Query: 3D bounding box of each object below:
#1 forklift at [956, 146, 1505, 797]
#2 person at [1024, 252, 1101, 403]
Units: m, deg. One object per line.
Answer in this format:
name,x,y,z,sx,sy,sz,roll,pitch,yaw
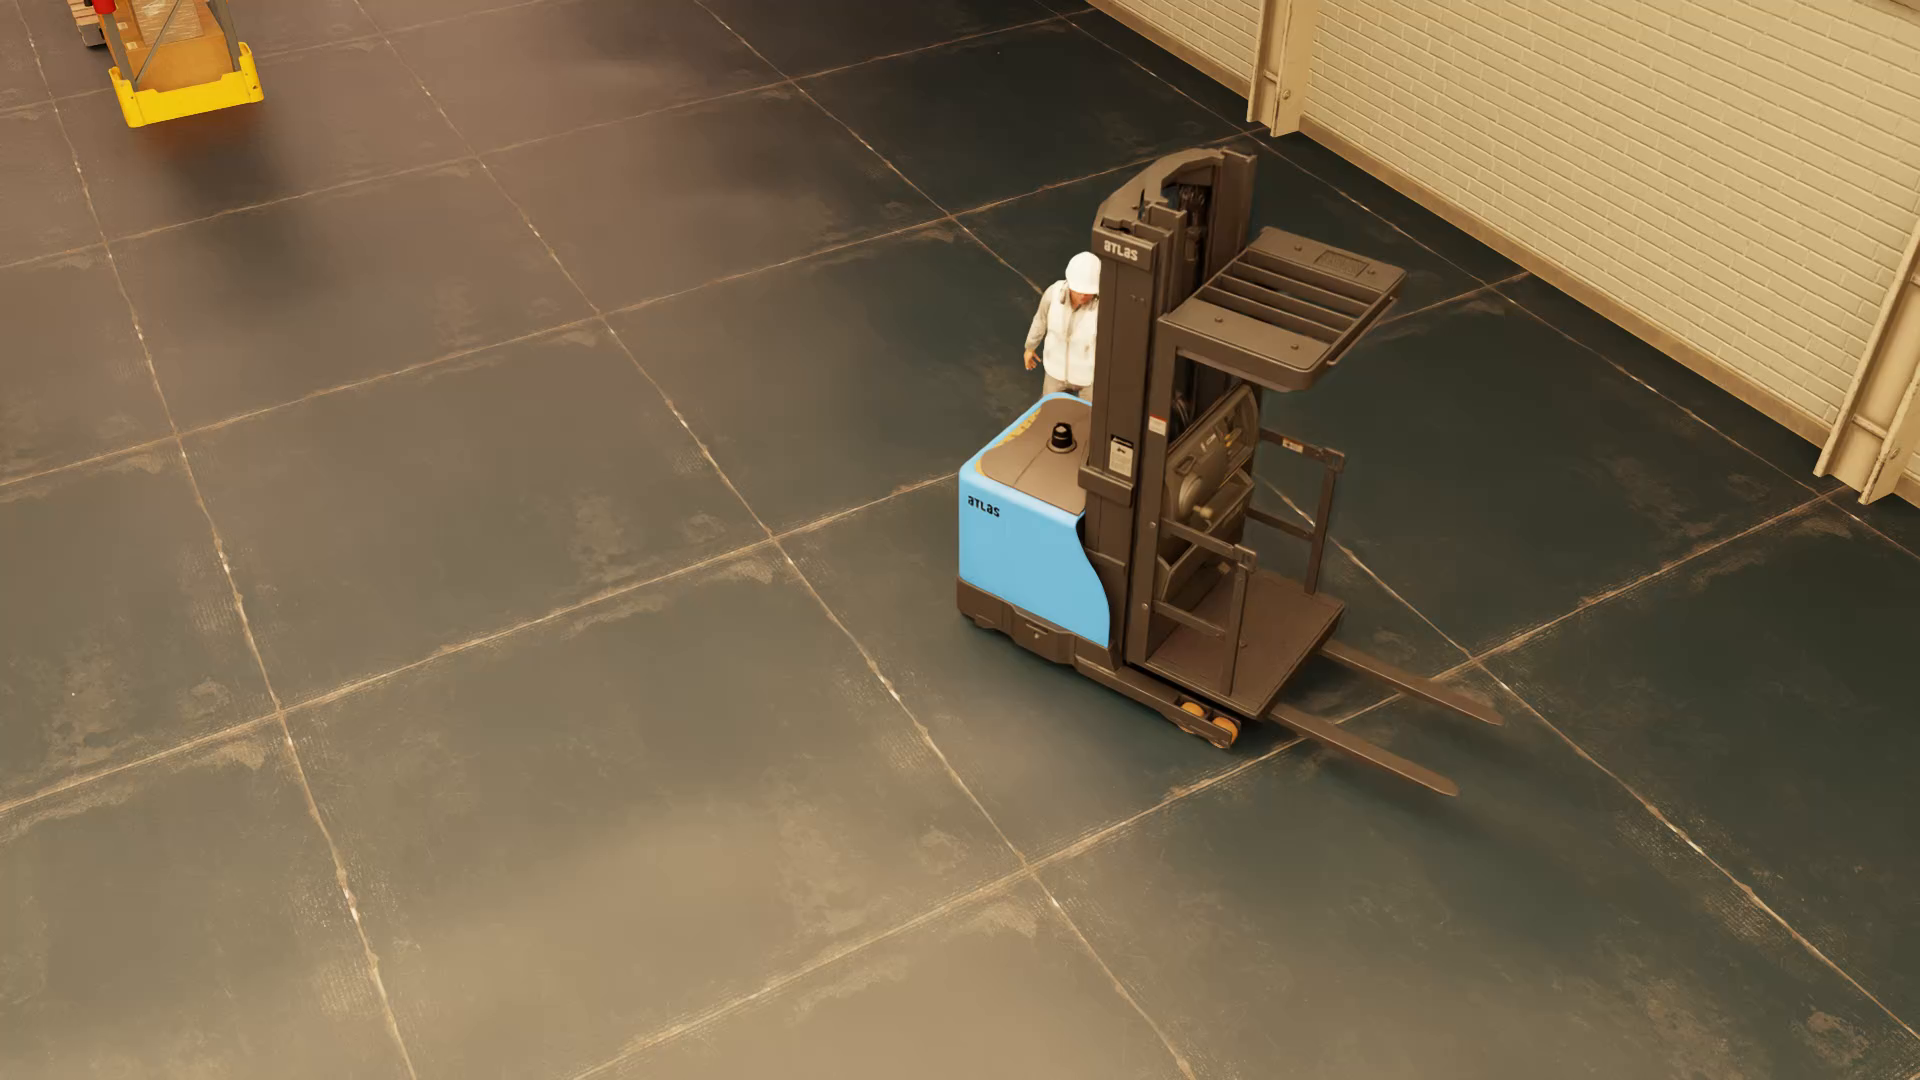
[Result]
forklift,1.474,-0.394,8.511,3.031,2.935,1.130,25,46,27
person,0.742,-1.015,10.204,0.853,1.745,0.459,18,43,20
